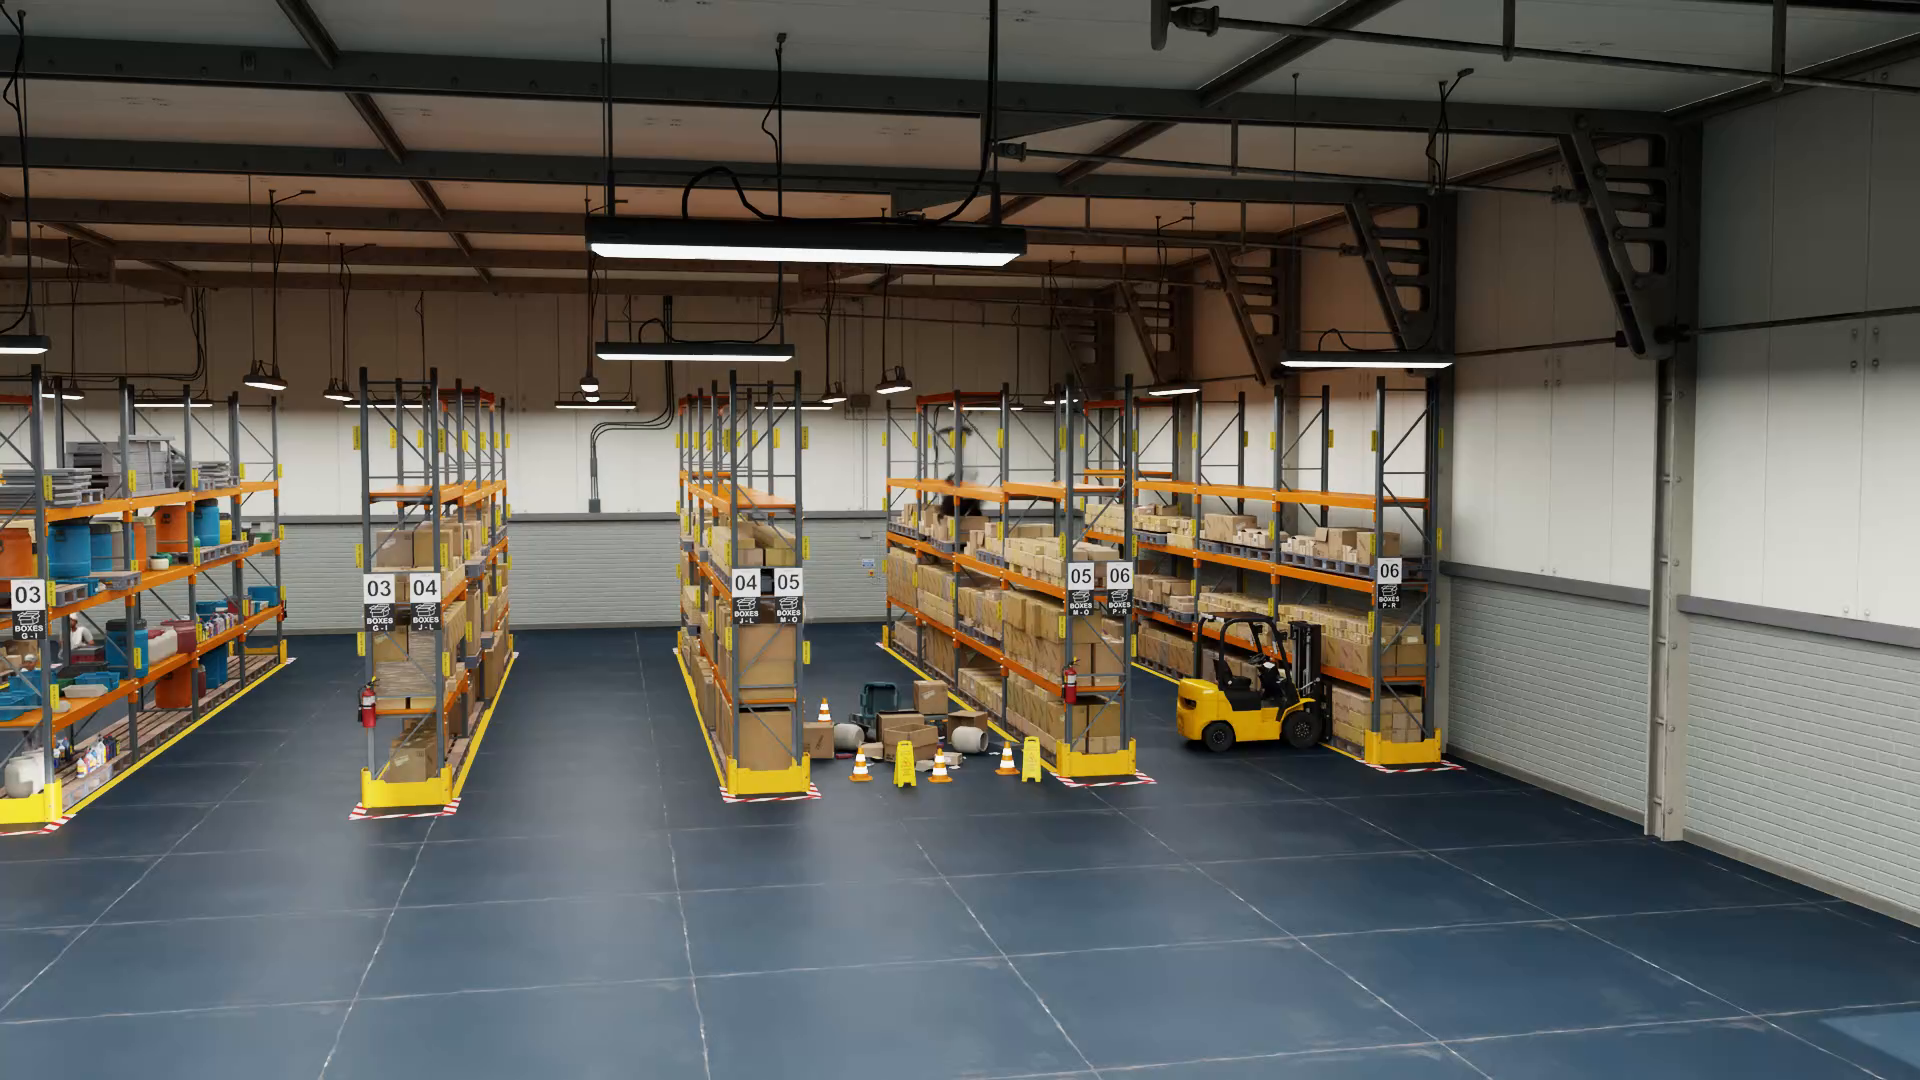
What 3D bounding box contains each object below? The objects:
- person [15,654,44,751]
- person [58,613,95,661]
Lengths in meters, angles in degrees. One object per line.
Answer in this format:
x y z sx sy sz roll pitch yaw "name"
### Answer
-14.753 2.613 26.390 0.589 1.614 0.652 -1 4 -14 "person"
-16.487 2.258 31.012 0.661 1.808 0.922 -1 4 -16 "person"
